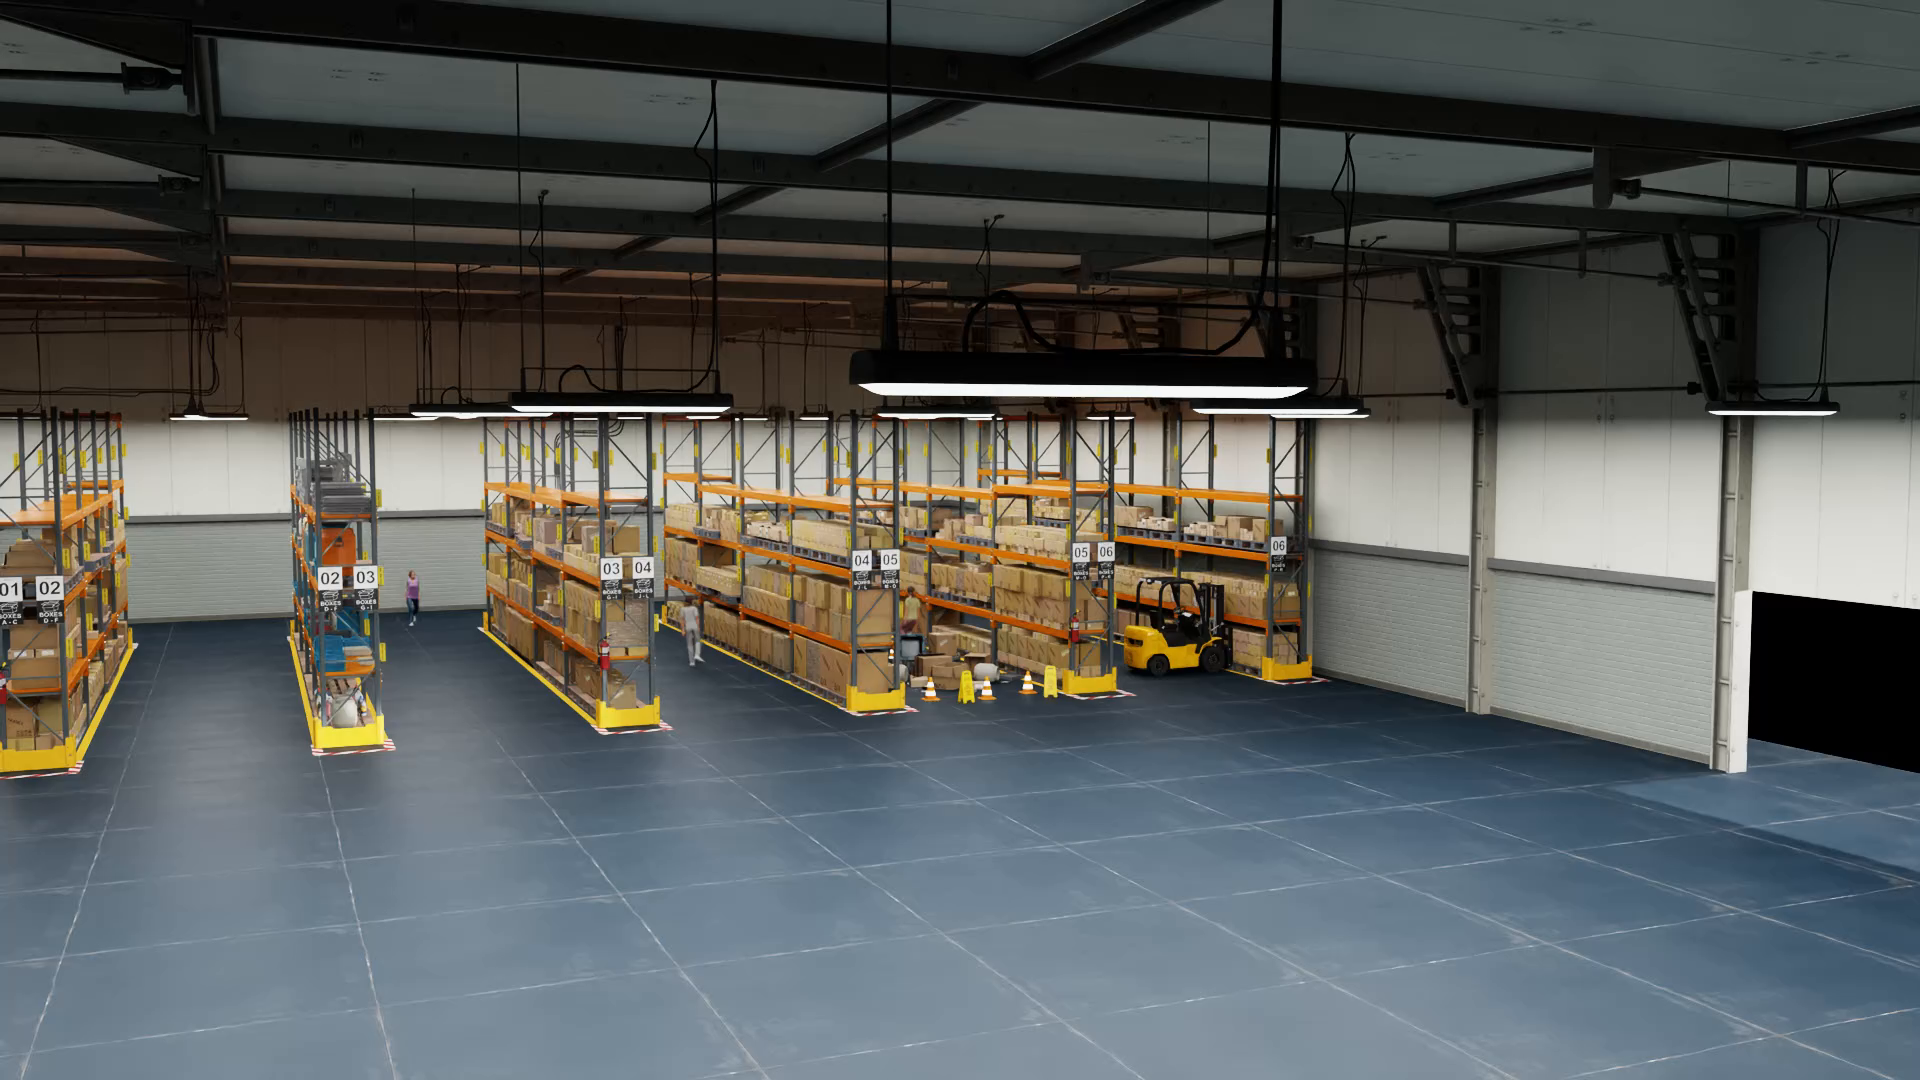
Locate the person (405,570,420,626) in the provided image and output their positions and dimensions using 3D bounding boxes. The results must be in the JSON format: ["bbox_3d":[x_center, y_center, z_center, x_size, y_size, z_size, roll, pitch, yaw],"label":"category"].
[{"bbox_3d":[-15.517,1.636,47.136,0.420,1.546,0.768,-2,4,-25],"label":"person"}]

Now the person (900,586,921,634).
[{"bbox_3d":[-1.229,1.904,40.620,0.506,1.527,0.553,-2,5,-30],"label":"person"}]

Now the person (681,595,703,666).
[{"bbox_3d":[-6.334,2.152,39.280,0.505,1.626,0.473,-1,4,-14],"label":"person"}]
